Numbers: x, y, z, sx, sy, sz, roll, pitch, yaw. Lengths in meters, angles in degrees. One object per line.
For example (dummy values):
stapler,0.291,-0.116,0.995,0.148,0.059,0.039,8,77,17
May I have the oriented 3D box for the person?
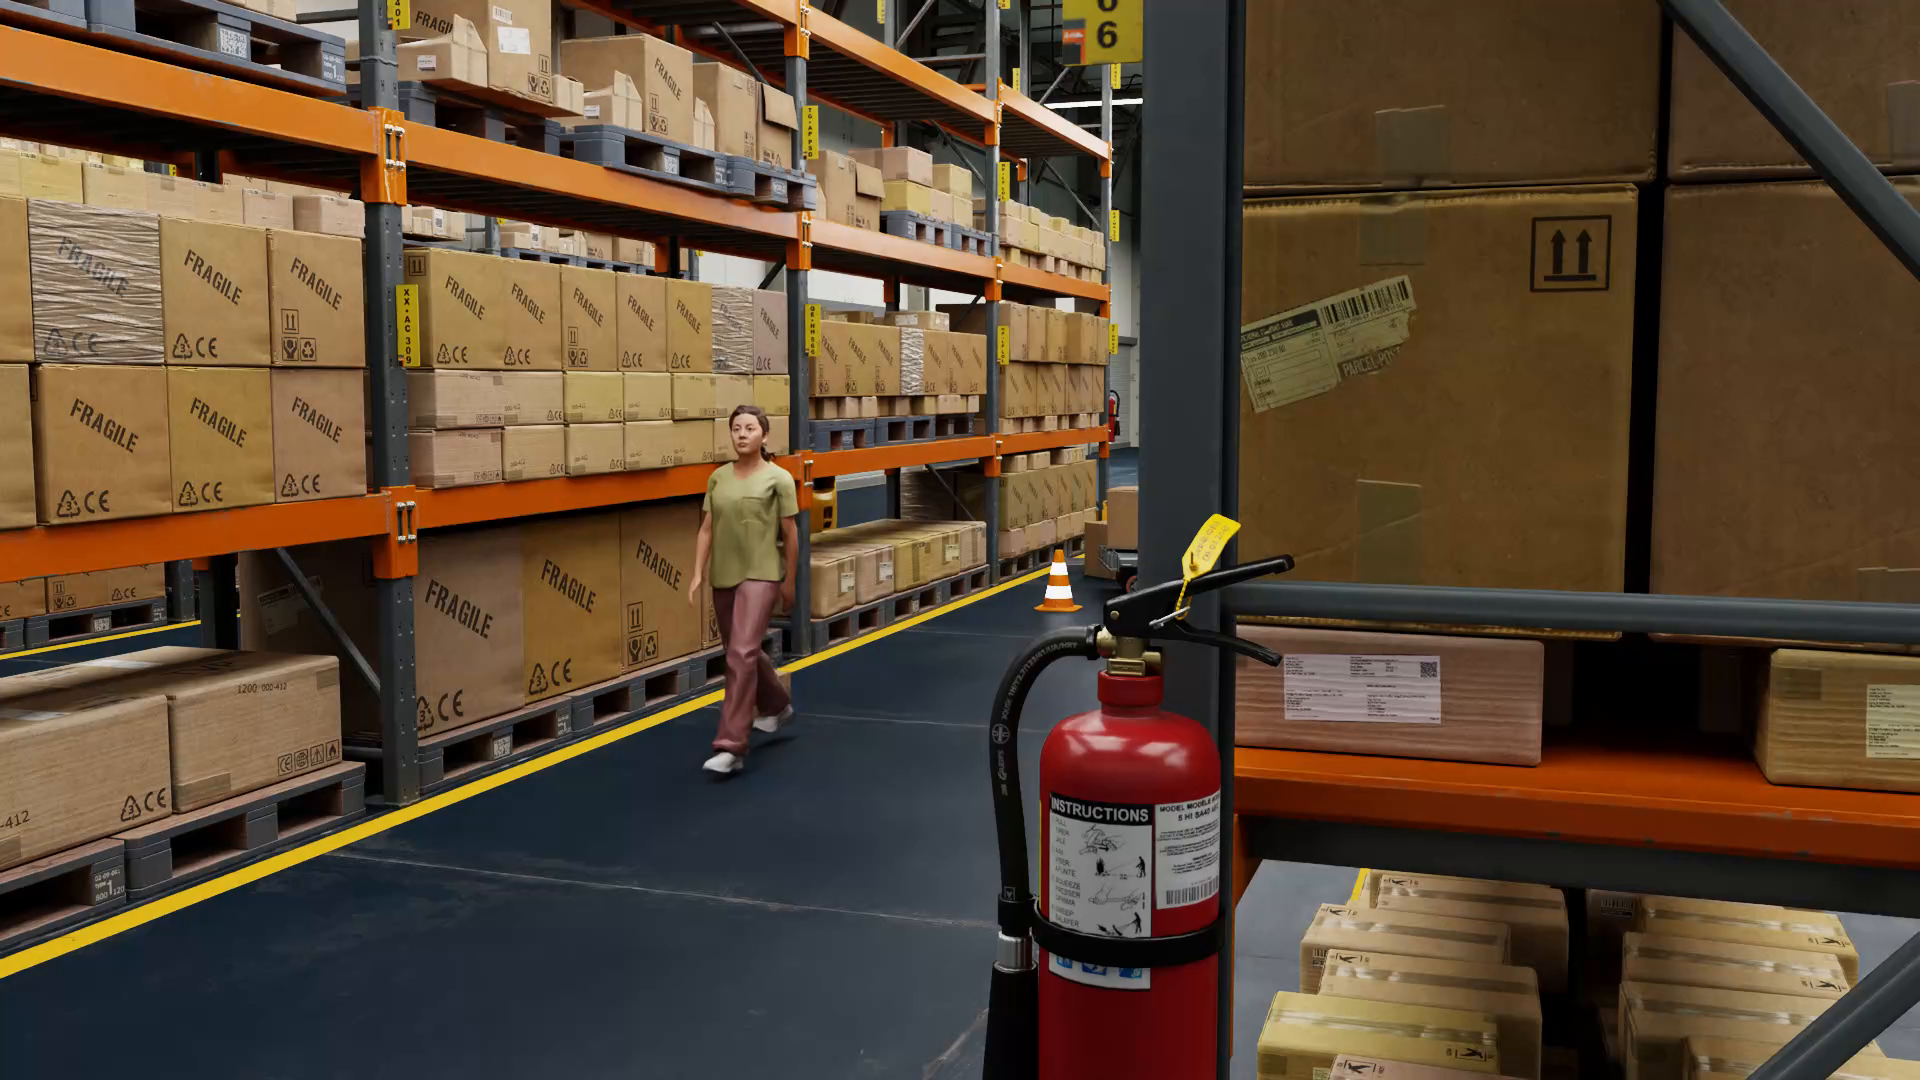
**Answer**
person,-0.997,0.203,7.645,0.446,1.602,1.003,2,6,22
